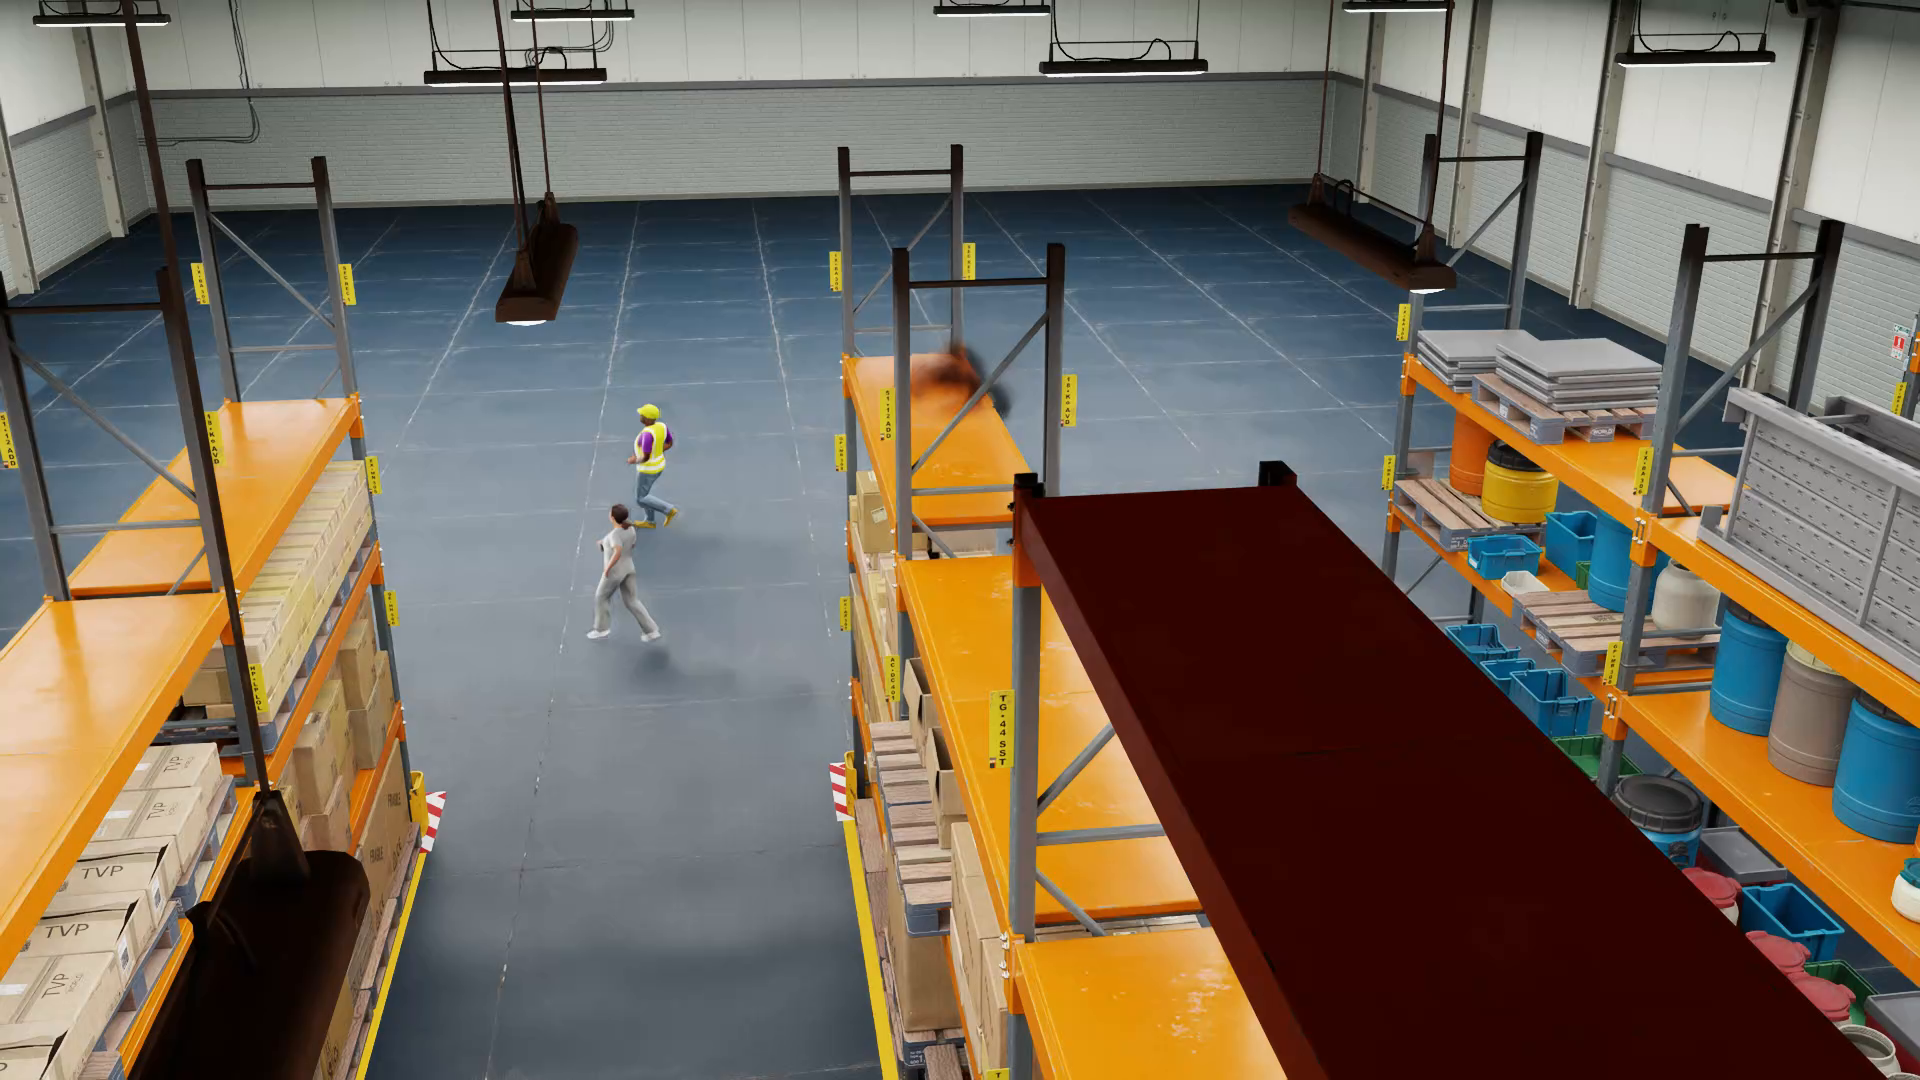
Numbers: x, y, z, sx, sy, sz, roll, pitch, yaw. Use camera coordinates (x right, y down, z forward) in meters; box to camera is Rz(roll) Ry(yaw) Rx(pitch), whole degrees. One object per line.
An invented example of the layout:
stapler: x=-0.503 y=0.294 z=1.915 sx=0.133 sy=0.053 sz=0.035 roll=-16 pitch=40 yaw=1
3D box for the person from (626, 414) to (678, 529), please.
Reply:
person: x=-3.999 y=-0.927 z=21.703 sx=0.696 sy=1.686 sz=0.704 roll=6 pitch=22 yaw=15

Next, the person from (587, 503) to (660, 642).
person: x=-3.779 y=0.386 z=18.385 sx=0.965 sy=1.668 sz=0.572 roll=13 pitch=25 yaw=31
